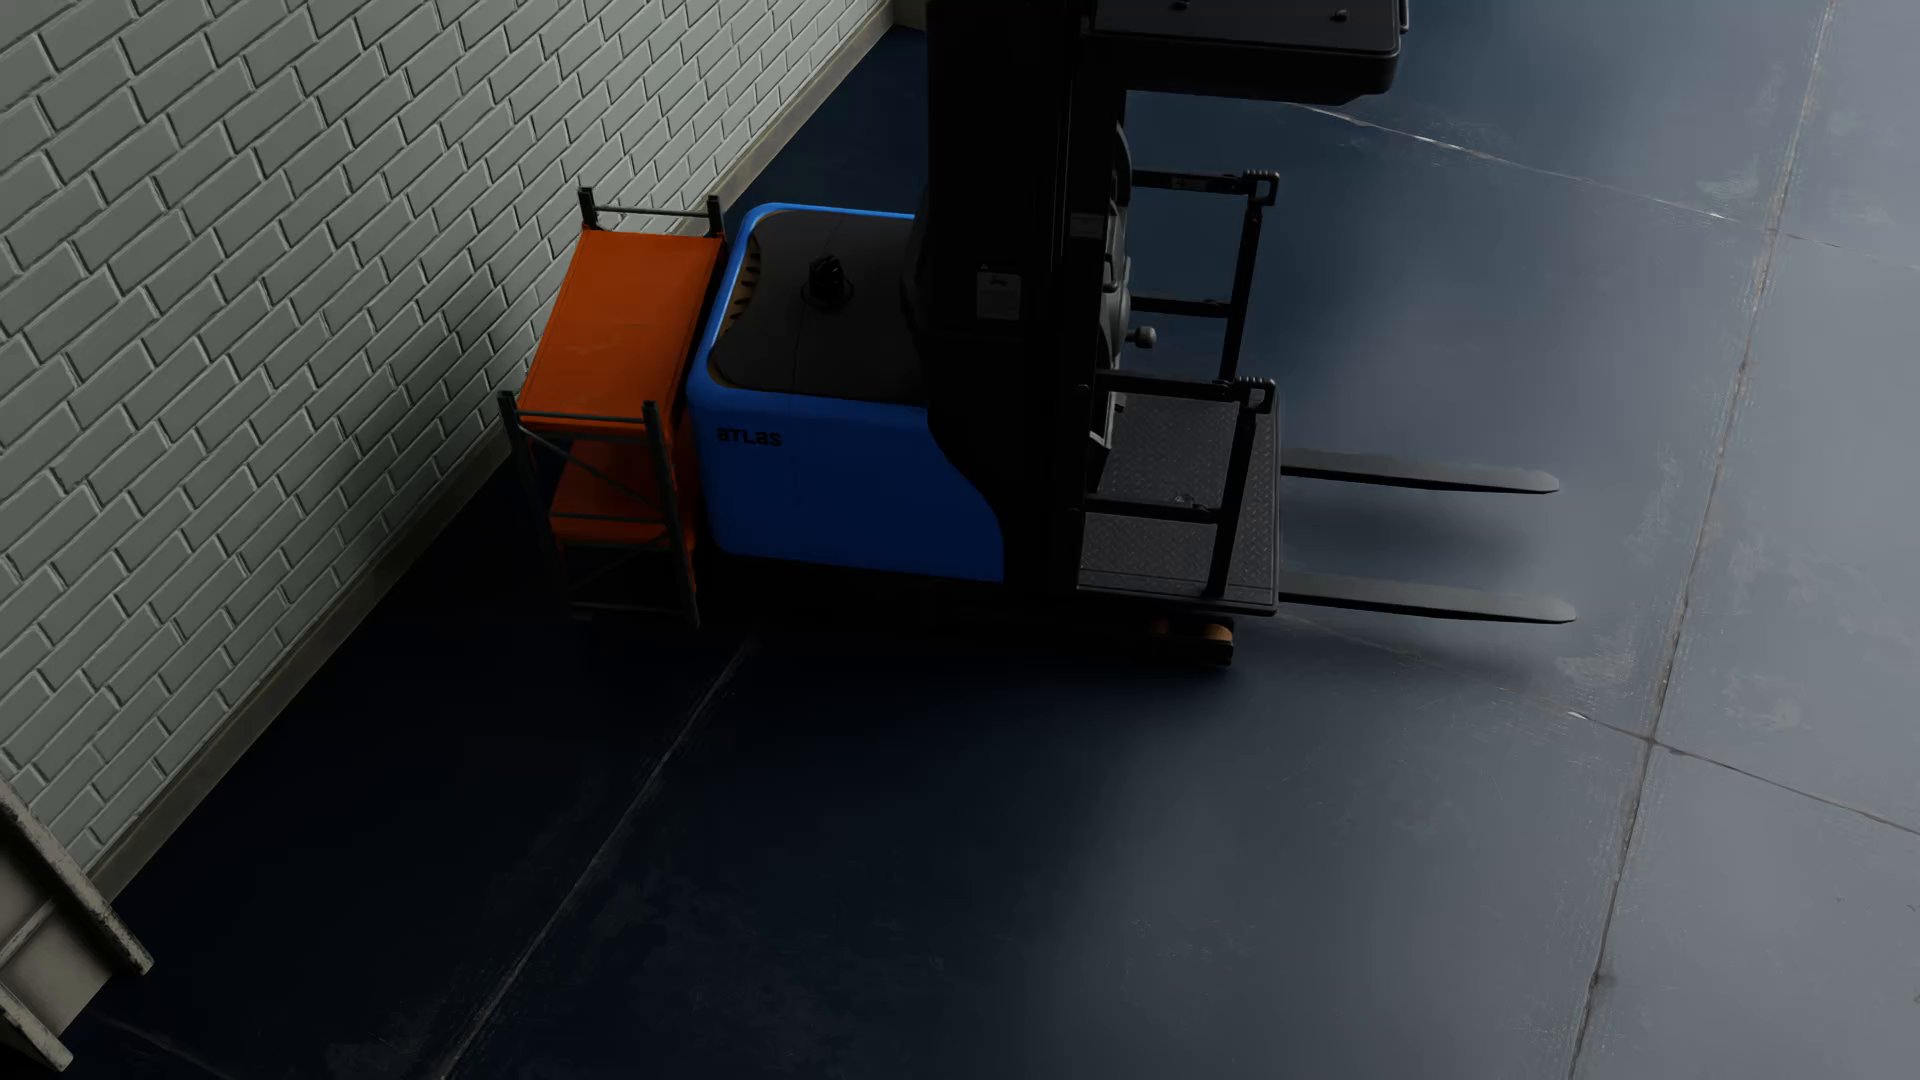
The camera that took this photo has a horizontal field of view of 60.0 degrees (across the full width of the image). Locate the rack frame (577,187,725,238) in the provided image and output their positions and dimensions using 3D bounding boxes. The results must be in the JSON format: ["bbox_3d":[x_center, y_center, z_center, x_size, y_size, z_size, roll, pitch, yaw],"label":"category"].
[{"bbox_3d":[-1.086,-0.842,6.228,0.500,1.125,0.032,4,50,4],"label":"rack frame"}]

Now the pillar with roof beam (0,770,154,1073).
[{"bbox_3d":[1.182,-0.127,0.449,9.100,9.000,0.400,20,52,16],"label":"pillar with roof beam"}]

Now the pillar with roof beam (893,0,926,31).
[{"bbox_3d":[3.745,-4.258,3.965,9.100,9.000,0.400,20,52,16],"label":"pillar with roof beam"}]

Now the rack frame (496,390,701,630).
[{"bbox_3d":[-1.186,-0.072,5.572,0.500,1.125,0.032,4,50,4],"label":"rack frame"}]

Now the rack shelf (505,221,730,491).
[{"bbox_3d":[-1.136,-0.647,5.677,0.538,0.278,1.000,4,50,4],"label":"rack shelf"}]

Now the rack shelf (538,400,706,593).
[{"bbox_3d":[-1.136,-0.299,6.086,0.538,0.278,1.000,4,50,4],"label":"rack shelf"}]

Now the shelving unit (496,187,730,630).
[{"bbox_3d":[-1.136,-0.457,5.900,0.538,1.125,1.048,4,50,4],"label":"shelving unit"}]

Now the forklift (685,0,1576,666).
[{"bbox_3d":[0.667,-0.938,5.123,3.031,2.935,1.130,6,50,5],"label":"forklift"}]
